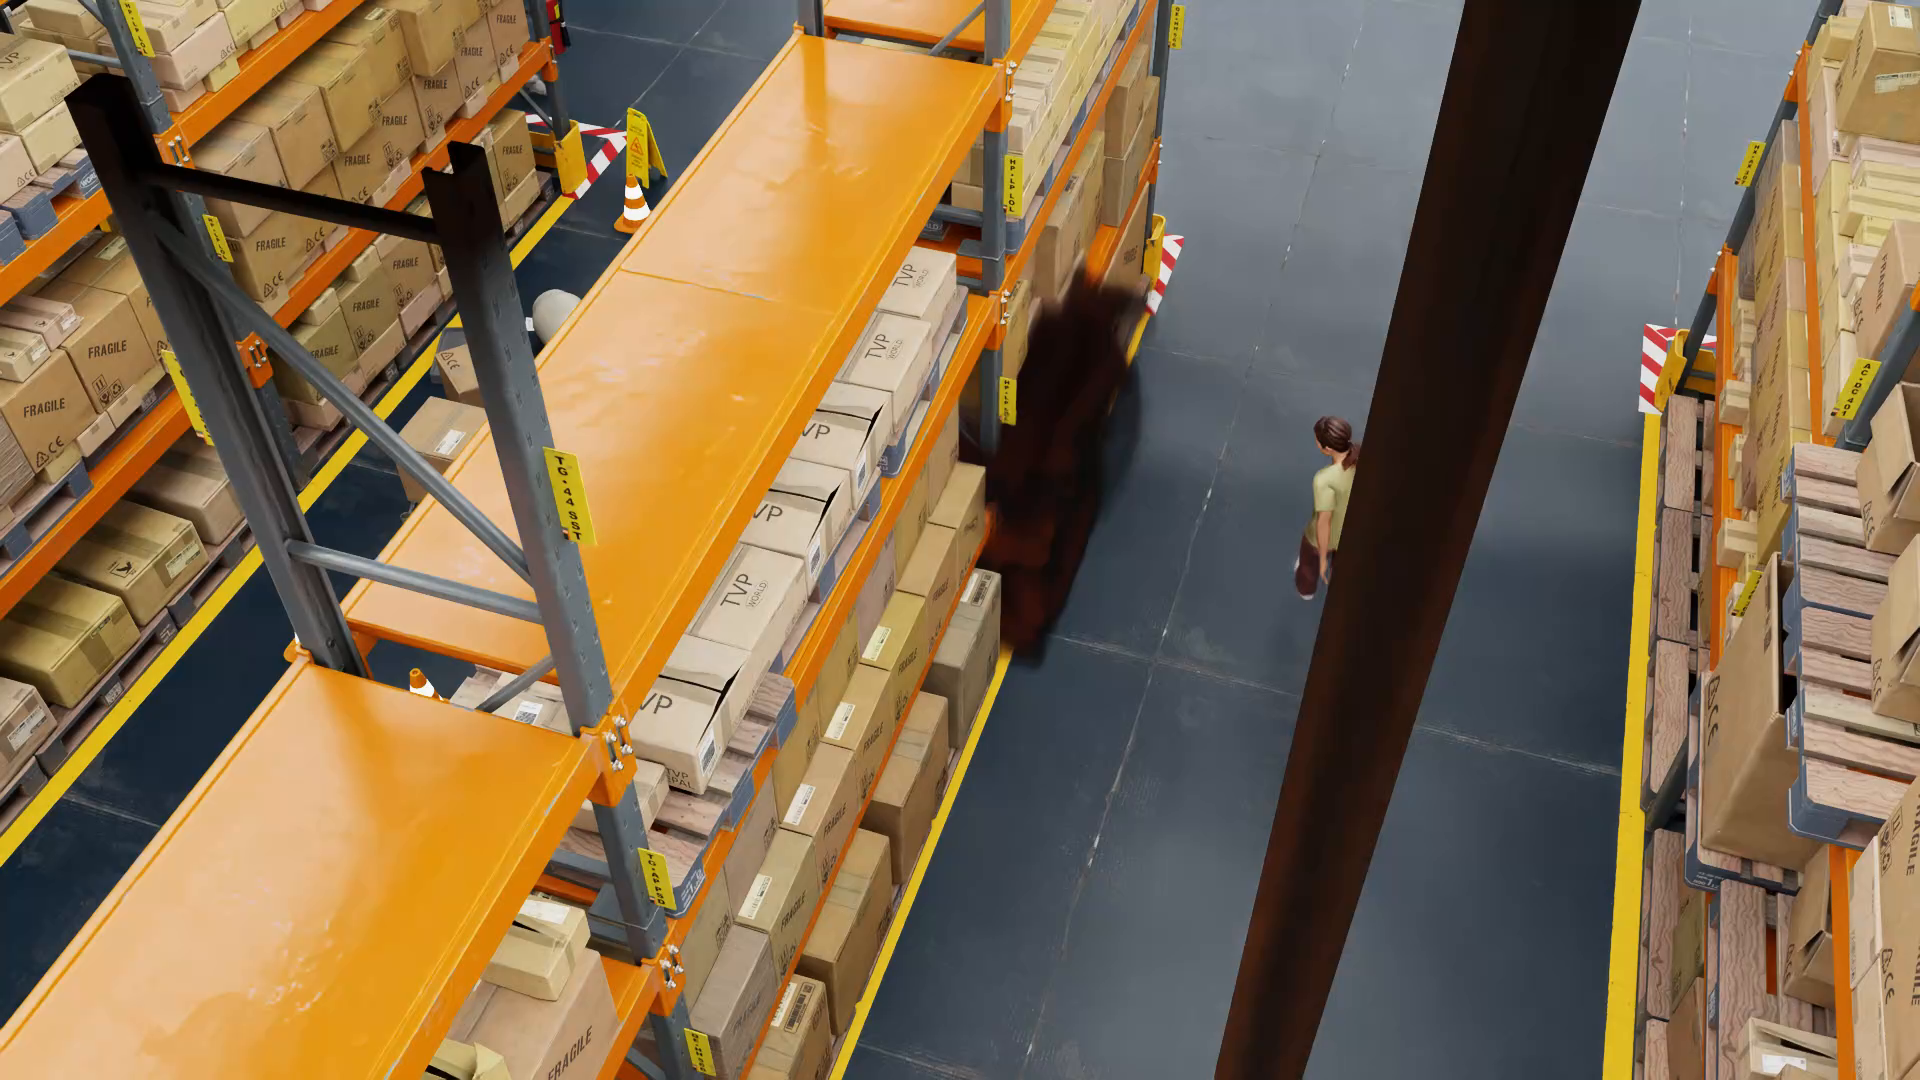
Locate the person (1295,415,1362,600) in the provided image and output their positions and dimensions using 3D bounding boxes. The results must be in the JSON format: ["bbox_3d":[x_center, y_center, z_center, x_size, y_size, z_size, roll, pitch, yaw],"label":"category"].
[{"bbox_3d":[2.161,-0.044,9.635,0.445,1.614,0.982,8,46,8],"label":"person"}]

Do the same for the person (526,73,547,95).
[{"bbox_3d":[-4.079,-4.800,14.604,0.840,1.746,0.625,0,46,0],"label":"person"}]
